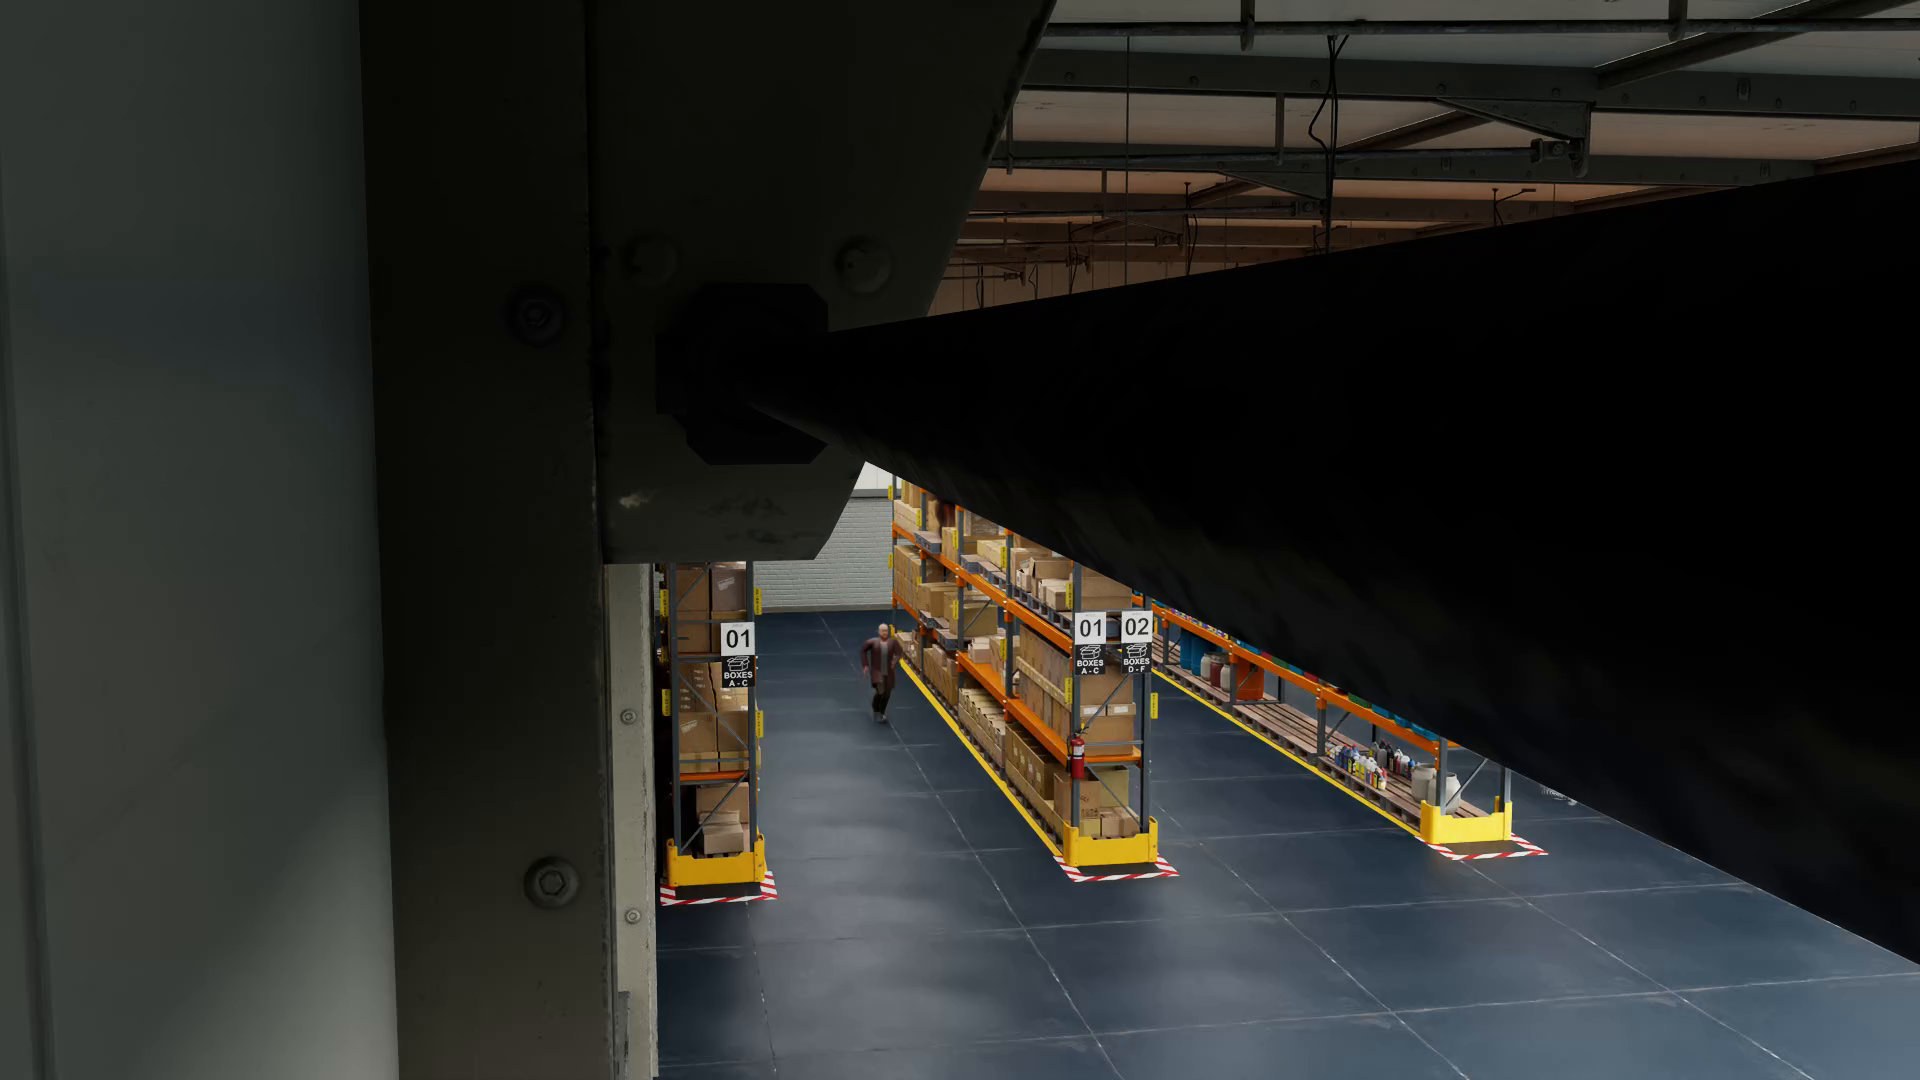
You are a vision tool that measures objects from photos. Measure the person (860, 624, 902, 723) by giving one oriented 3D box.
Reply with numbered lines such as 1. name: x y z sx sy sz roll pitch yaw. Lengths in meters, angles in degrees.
1. person: -1.348 2.327 28.930 0.678 1.745 0.808 -2 6 -18

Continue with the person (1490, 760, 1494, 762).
1. person: 8.431 2.631 26.366 0.671 1.748 0.596 -3 7 -27
